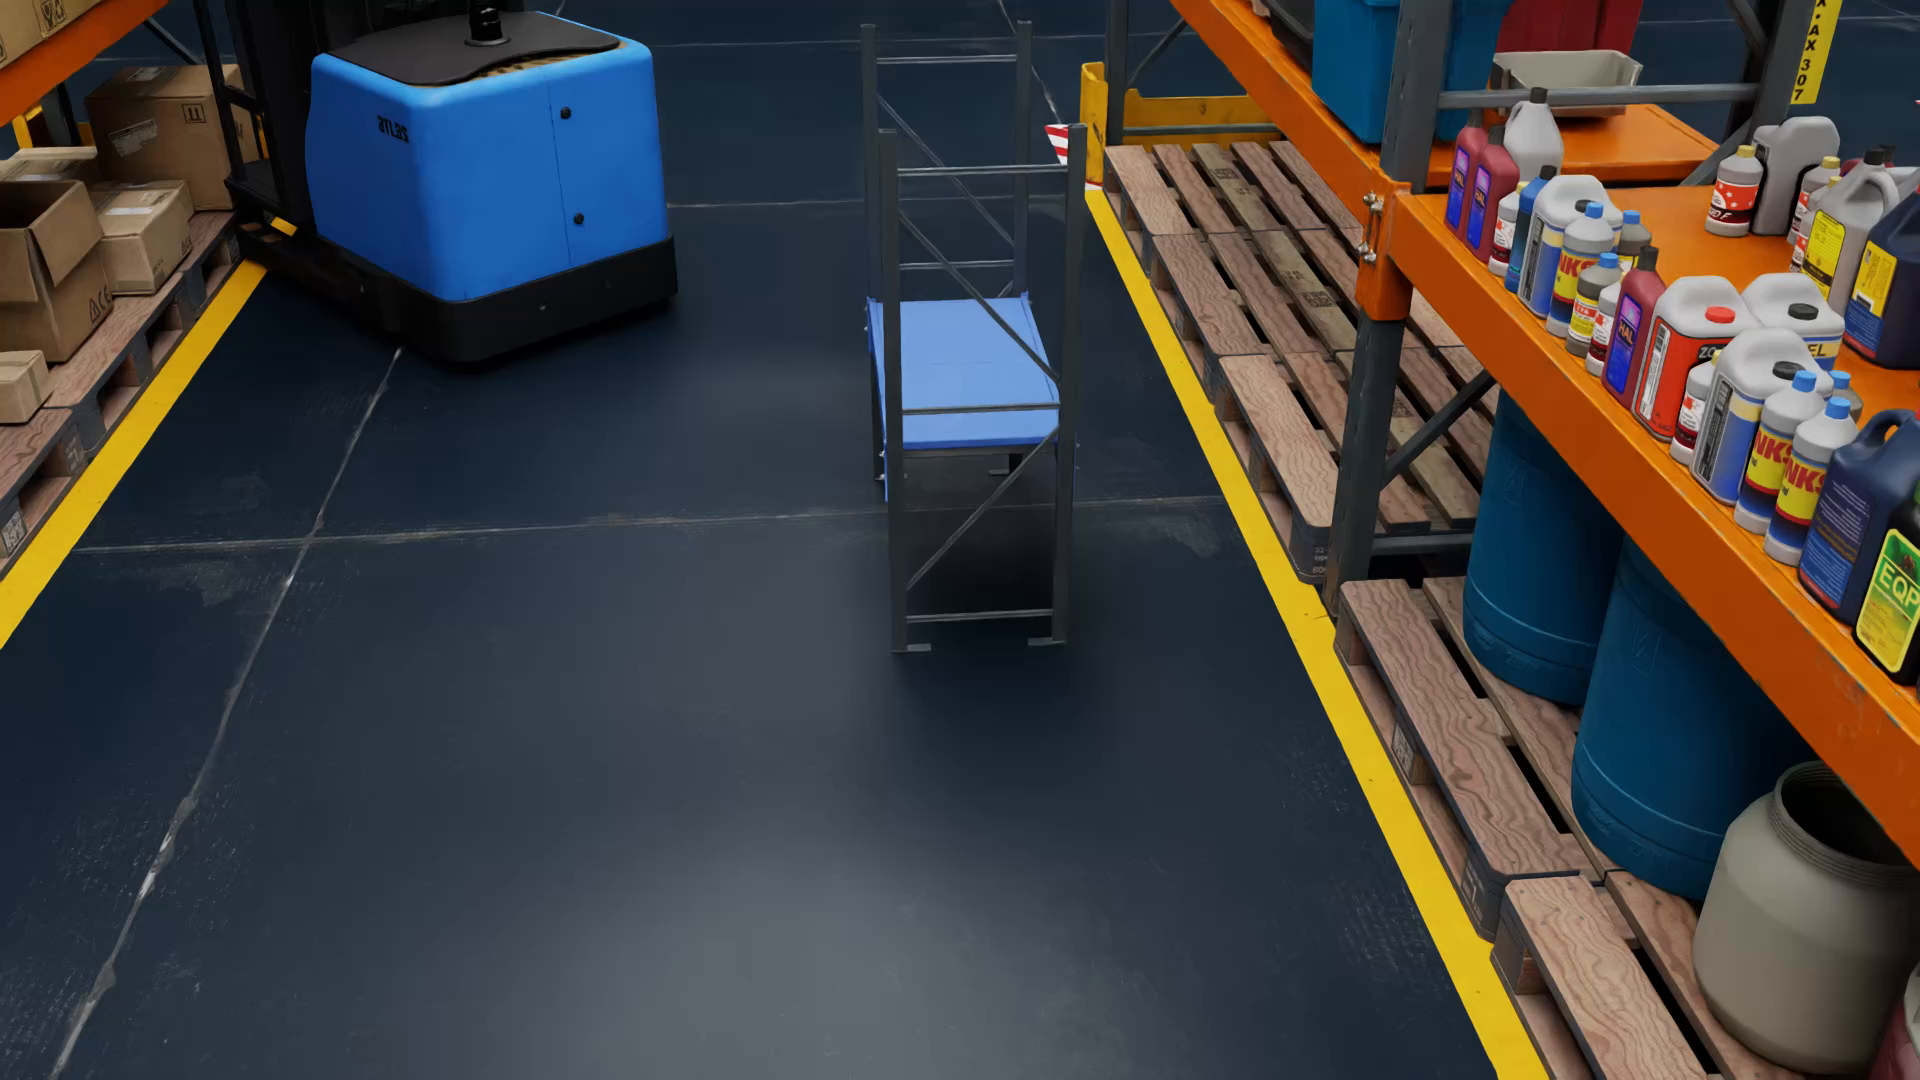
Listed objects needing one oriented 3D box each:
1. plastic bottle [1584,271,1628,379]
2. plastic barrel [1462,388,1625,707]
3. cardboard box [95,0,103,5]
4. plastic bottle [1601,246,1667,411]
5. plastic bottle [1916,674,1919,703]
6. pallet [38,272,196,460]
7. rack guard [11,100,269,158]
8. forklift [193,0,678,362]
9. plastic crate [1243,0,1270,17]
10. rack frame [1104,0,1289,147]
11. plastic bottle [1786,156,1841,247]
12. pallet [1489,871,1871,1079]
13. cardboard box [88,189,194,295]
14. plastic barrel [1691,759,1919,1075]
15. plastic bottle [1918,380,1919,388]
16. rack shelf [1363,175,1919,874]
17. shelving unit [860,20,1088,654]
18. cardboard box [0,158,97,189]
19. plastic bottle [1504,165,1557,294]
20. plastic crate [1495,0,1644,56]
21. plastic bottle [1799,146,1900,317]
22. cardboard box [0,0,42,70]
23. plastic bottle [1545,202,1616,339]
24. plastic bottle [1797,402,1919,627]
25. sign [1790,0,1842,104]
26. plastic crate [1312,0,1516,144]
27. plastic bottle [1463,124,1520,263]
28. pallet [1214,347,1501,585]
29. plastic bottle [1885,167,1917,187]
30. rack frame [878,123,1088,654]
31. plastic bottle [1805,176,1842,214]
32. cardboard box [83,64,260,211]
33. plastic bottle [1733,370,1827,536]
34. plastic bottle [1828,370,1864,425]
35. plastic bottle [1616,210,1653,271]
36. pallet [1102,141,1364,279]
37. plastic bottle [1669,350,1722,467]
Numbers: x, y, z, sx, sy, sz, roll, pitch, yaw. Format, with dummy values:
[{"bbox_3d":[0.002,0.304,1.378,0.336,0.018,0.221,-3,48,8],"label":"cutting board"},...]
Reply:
[{"bbox_3d":[1.280,-0.420,3.222,0.097,0.201,0.097,0,31,0],"label":"plastic bottle"},{"bbox_3d":[1.614,-0.108,4.142,0.600,0.901,0.708,-3,31,-5],"label":"plastic barrel"},{"bbox_3d":[-3.320,-2.221,5.946,0.500,0.500,0.500,-3,31,-4],"label":"cardboard box"},{"bbox_3d":[1.273,-0.395,3.101,0.061,0.283,0.133,-3,31,-5],"label":"plastic bottle"},{"bbox_3d":[1.411,0.104,2.199,0.144,0.351,0.185,-3,31,-5],"label":"plastic bottle"},{"bbox_3d":[-3.532,-0.649,6.131,1.003,0.211,1.213,-3,31,-5],"label":"pallet"},{"bbox_3d":[-3.719,-1.802,7.779,1.175,0.500,0.348,-3,31,-5],"label":"rack guard"},{"bbox_3d":[-2.550,-2.579,6.709,1.130,2.935,3.031,-27,40,-37],"label":"forklift"},{"bbox_3d":[1.118,-1.894,5.694,0.293,0.136,0.466,-3,31,-5],"label":"plastic crate"},{"bbox_3d":[1.206,-3.149,7.597,1.000,3.000,0.127,-3,31,-5],"label":"rack frame"},{"bbox_3d":[1.977,-0.778,3.821,0.097,0.201,0.097,0,31,0],"label":"plastic bottle"},{"bbox_3d":[1.728,1.111,3.185,1.003,0.211,1.213,-3,31,-5],"label":"pallet"},{"bbox_3d":[-3.371,-1.170,6.535,0.500,0.250,0.500,-3,31,-5],"label":"cardboard box"},{"bbox_3d":[1.644,0.714,3.146,0.421,0.512,0.421,0,31,0],"label":"plastic barrel"},{"bbox_3d":[1.898,-0.406,3.130,0.097,0.271,0.097,0,31,0],"label":"plastic bottle"},{"bbox_3d":[1.767,0.223,2.653,1.077,0.370,4.000,-3,31,-5],"label":"rack shelf"},{"bbox_3d":[0.008,-0.600,4.792,0.538,1.500,1.048,-3,31,-5],"label":"shelving unit"},{"bbox_3d":[-3.911,-1.375,6.880,0.500,0.250,0.500,-3,31,-5],"label":"cardboard box"},{"bbox_3d":[1.240,-0.668,3.569,0.097,0.271,0.097,0,31,0],"label":"plastic bottle"},{"bbox_3d":[1.746,-1.628,4.929,0.402,0.464,0.583,-3,31,-5],"label":"plastic crate"},{"bbox_3d":[1.848,-0.625,3.419,0.144,0.351,0.185,-3,31,-5],"label":"plastic bottle"},{"bbox_3d":[-3.224,-1.704,5.081,0.500,0.500,0.500,-3,31,-5],"label":"cardboard box"},{"bbox_3d":[1.262,-0.550,3.370,0.097,0.271,0.097,0,31,0],"label":"plastic bottle"},{"bbox_3d":[1.381,-0.059,2.471,0.144,0.351,0.185,-3,31,-5],"label":"plastic bottle"},{"bbox_3d":[2.128,-1.251,4.149,0.100,0.325,0.005,-3,31,-5],"label":"sign"},{"bbox_3d":[1.197,-1.348,4.538,0.392,0.384,0.575,-3,31,-5],"label":"plastic crate"},{"bbox_3d":[1.202,-0.781,3.746,0.061,0.283,0.133,-3,31,-5],"label":"plastic bottle"},{"bbox_3d":[1.473,-0.283,5.518,1.003,0.211,1.213,-3,31,-5],"label":"pallet"},{"bbox_3d":[1.973,-0.681,3.586,0.152,0.276,0.135,-3,31,-5],"label":"plastic bottle"},{"bbox_3d":[0.055,-0.341,4.358,0.500,1.500,0.032,-3,31,-5],"label":"rack frame"},{"bbox_3d":[1.929,-0.707,3.702,0.097,0.201,0.097,0,31,0],"label":"plastic bottle"},{"bbox_3d":[-3.430,-1.763,7.286,0.500,0.500,0.500,-3,31,-5],"label":"cardboard box"},{"bbox_3d":[1.336,-0.145,2.693,0.097,0.271,0.097,0,31,0],"label":"plastic bottle"},{"bbox_3d":[1.475,-0.191,2.839,0.097,0.201,0.097,0,31,0],"label":"plastic bottle"},{"bbox_3d":[1.401,-0.595,3.516,0.097,0.201,0.097,0,31,0],"label":"plastic bottle"},{"bbox_3d":[1.245,-1.529,7.604,1.003,0.211,1.213,-3,31,-5],"label":"pallet"},{"bbox_3d":[1.314,-0.234,2.910,0.097,0.201,0.097,0,31,0],"label":"plastic bottle"}]
